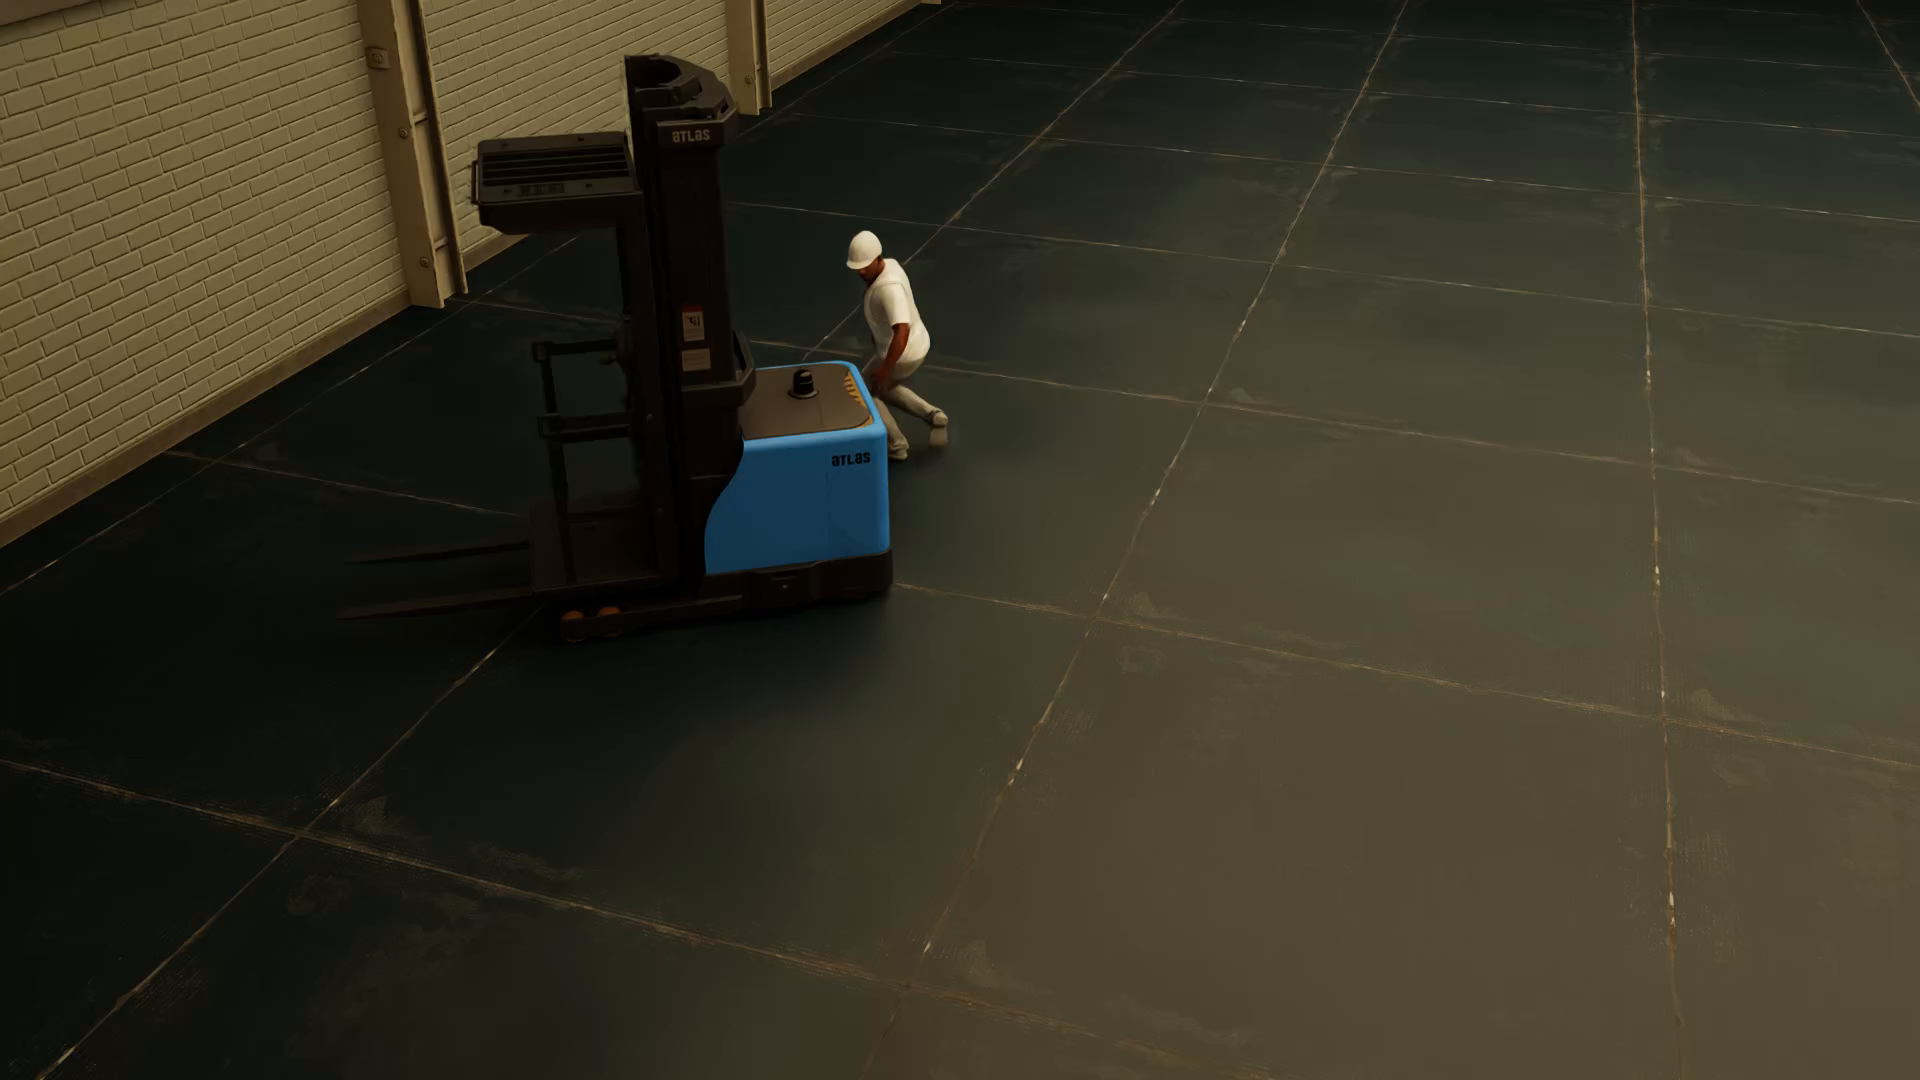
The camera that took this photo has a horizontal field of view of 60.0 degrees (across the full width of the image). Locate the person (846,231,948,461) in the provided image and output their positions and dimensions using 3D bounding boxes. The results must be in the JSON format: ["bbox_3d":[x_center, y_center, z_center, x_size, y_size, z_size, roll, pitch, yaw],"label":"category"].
[{"bbox_3d":[-0.397,-1.268,10.773,0.644,1.555,0.852,6,30,10],"label":"person"}]

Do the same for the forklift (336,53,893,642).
[{"bbox_3d":[-1.959,-1.003,8.896,3.031,2.935,1.130,-7,30,-12],"label":"forklift"}]
